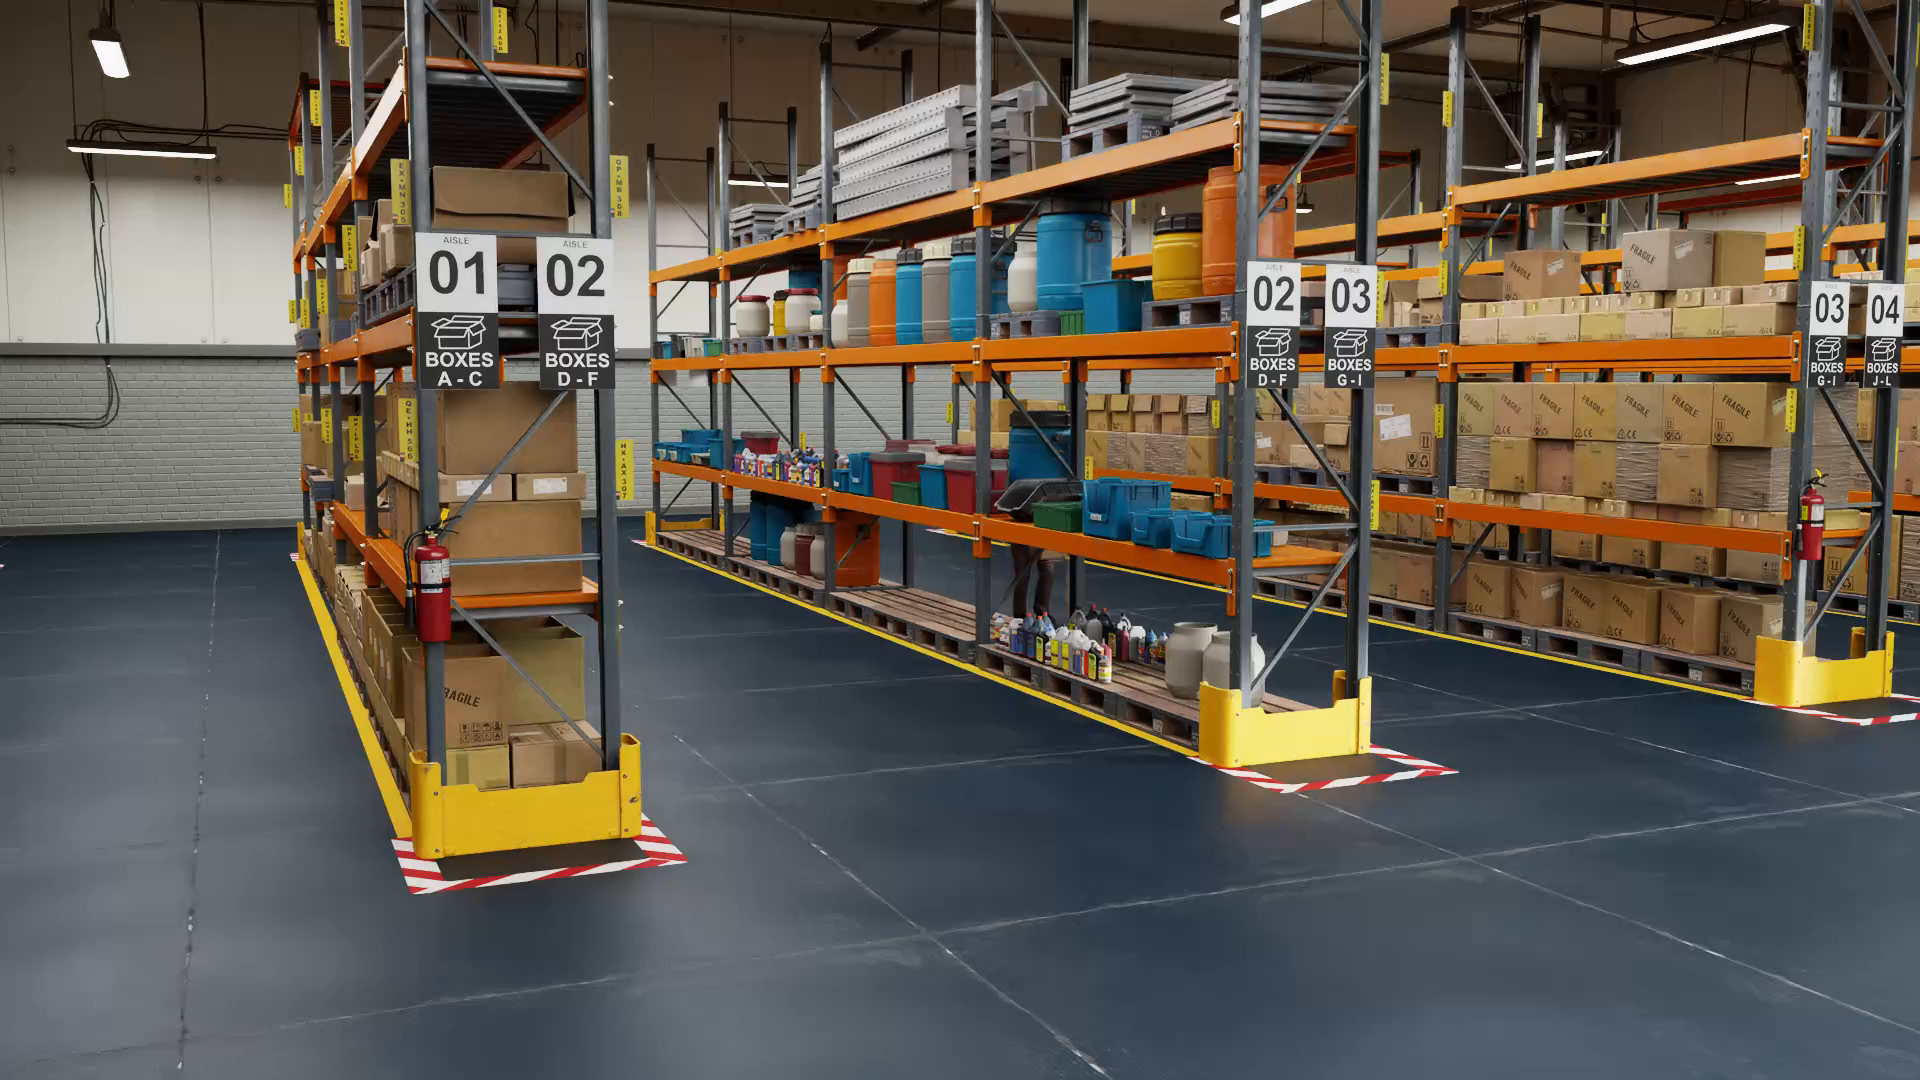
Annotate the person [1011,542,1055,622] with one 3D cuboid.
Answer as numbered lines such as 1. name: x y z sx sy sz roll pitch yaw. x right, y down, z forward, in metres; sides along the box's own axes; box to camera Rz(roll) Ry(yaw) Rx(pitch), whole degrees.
1. person: 0.801 0.028 17.016 0.476 1.648 0.592 -2 6 -25
